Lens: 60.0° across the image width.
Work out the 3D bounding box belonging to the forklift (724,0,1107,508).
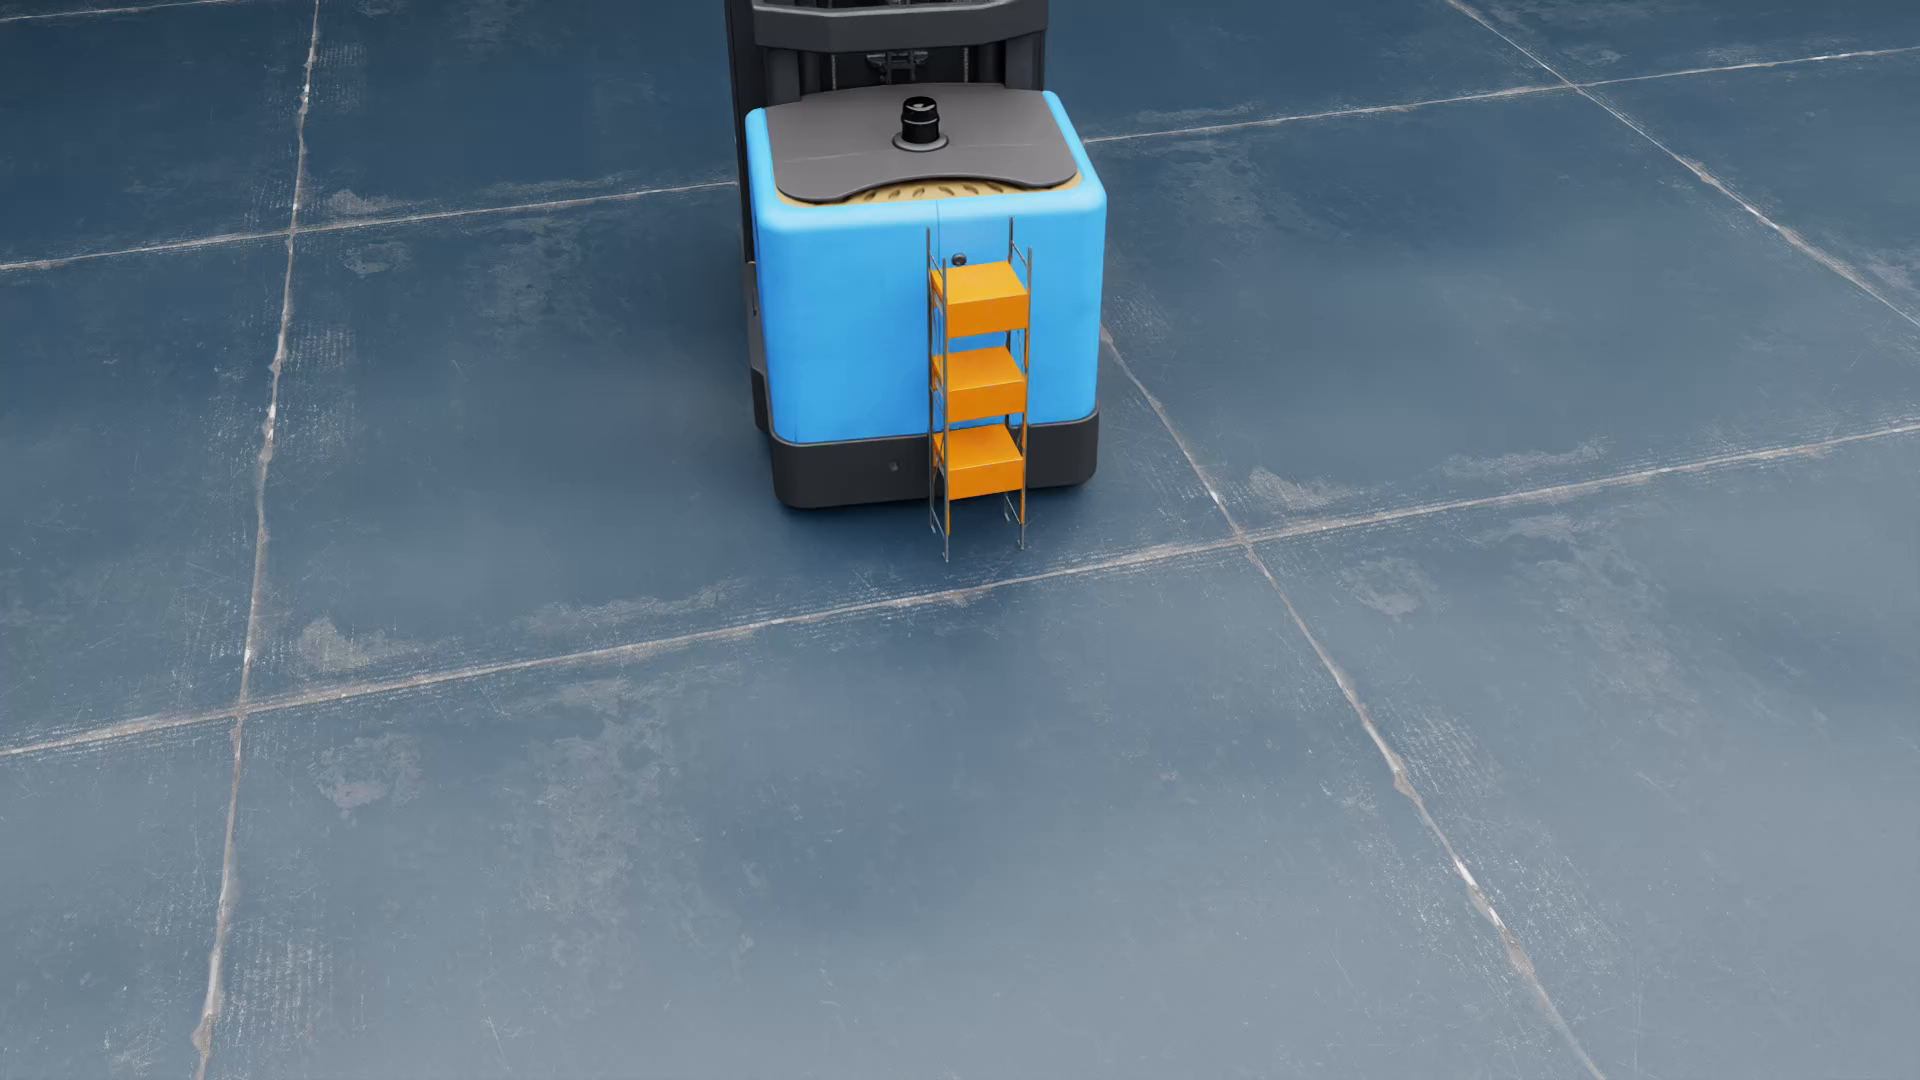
[{"bbox_3d":[-0.287,-2.155,5.655,1.130,2.935,3.031,-5,38,-7],"label":"forklift"}]

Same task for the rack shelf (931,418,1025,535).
[{"bbox_3d":[0.052,-0.196,5.117,0.240,0.259,0.215,-9,38,-12],"label":"rack shelf"}]

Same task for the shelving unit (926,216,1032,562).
[{"bbox_3d":[0.052,-0.425,4.942,0.252,1.050,0.215,-9,38,-12],"label":"shelving unit"}]

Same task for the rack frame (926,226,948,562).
[{"bbox_3d":[-0.066,-0.406,4.917,0.008,1.050,0.200,-9,38,-12],"label":"rack frame"}]

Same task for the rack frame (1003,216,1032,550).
[{"bbox_3d":[0.169,-0.445,4.967,0.008,1.050,0.200,-9,38,-12],"label":"rack frame"}]

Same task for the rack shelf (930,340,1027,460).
[{"bbox_3d":[0.052,-0.417,4.949,0.240,0.259,0.215,-9,38,-12],"label":"rack shelf"}]

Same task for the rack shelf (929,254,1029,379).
[{"bbox_3d":[0.052,-0.642,4.776,0.240,0.259,0.215,-9,38,-12],"label":"rack shelf"}]
